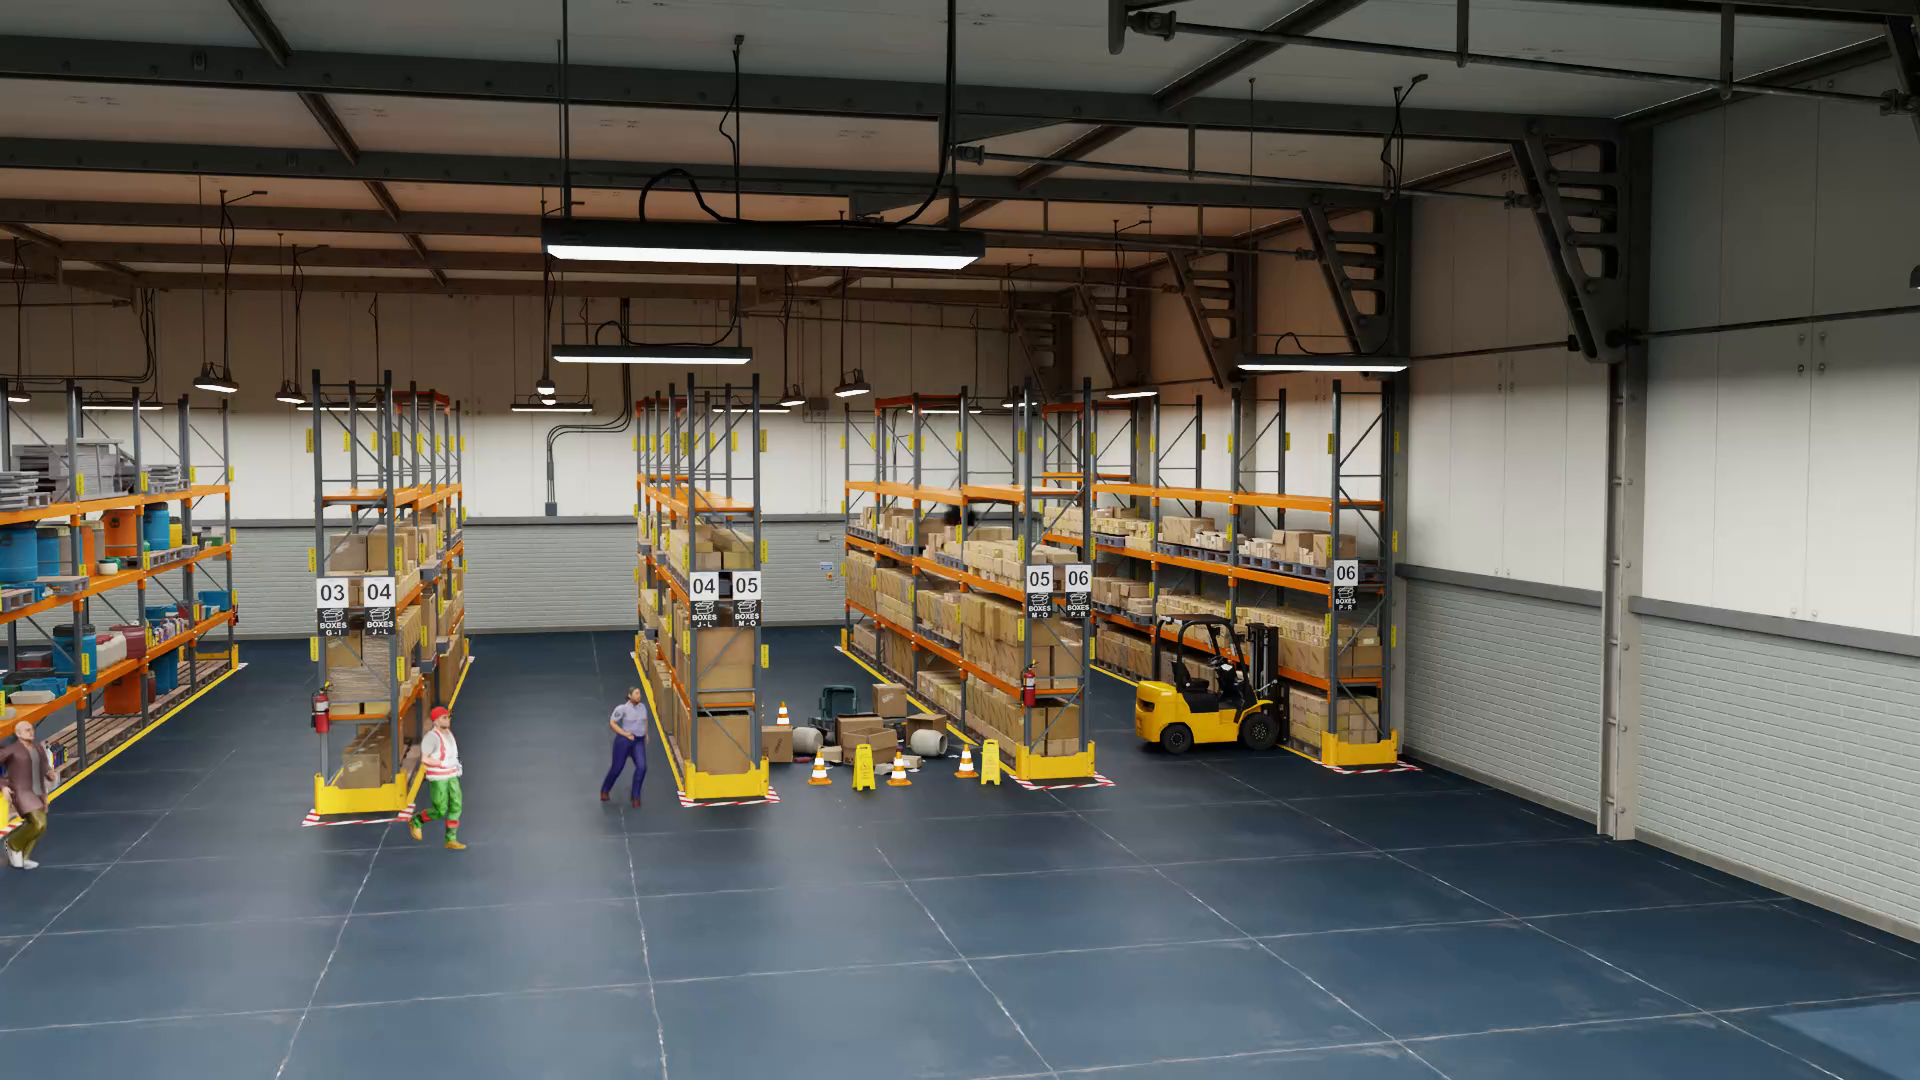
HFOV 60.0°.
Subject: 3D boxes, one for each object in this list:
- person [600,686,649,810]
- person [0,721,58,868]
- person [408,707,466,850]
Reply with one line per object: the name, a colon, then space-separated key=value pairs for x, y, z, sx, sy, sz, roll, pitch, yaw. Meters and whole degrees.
person: x=-4.582 y=2.866 z=23.109 sx=0.696 sy=1.675 sz=0.792 roll=-3 pitch=4 yaw=-38
person: x=-10.911 y=2.998 z=19.511 sx=0.670 sy=1.744 sz=0.698 roll=1 pitch=3 yaw=13
person: x=-6.445 y=2.932 z=20.541 sx=0.782 sy=1.757 sz=0.663 roll=1 pitch=3 yaw=18
